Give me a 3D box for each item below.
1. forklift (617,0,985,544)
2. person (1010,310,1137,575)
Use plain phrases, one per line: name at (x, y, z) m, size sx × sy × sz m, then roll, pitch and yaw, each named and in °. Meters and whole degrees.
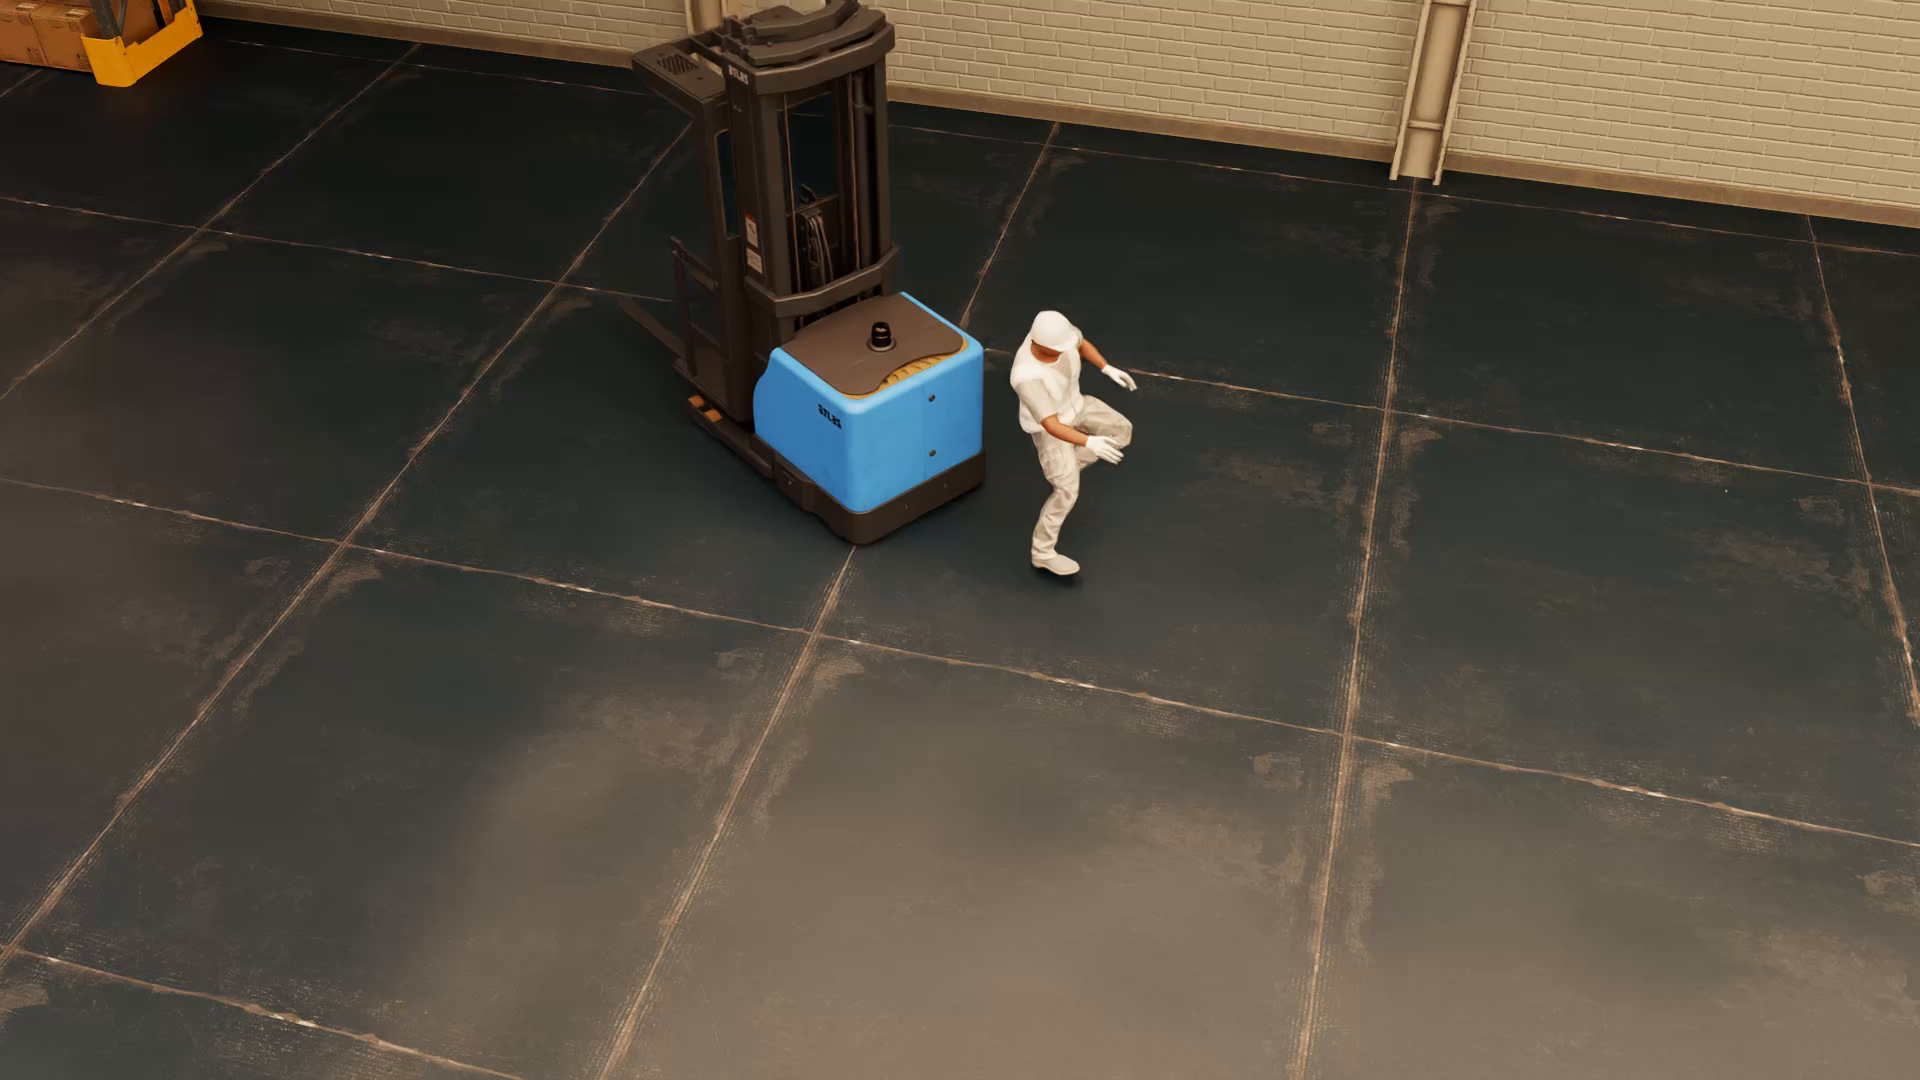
forklift at (-1.177, -1.981, 10.121) m, size 1.130 × 2.935 × 3.031 m, roll -29°, pitch 49°, yaw -29°
person at (0.689, -0.640, 9.574) m, size 0.826 × 1.570 × 0.850 m, roll 22°, pitch 46°, yaw 23°
